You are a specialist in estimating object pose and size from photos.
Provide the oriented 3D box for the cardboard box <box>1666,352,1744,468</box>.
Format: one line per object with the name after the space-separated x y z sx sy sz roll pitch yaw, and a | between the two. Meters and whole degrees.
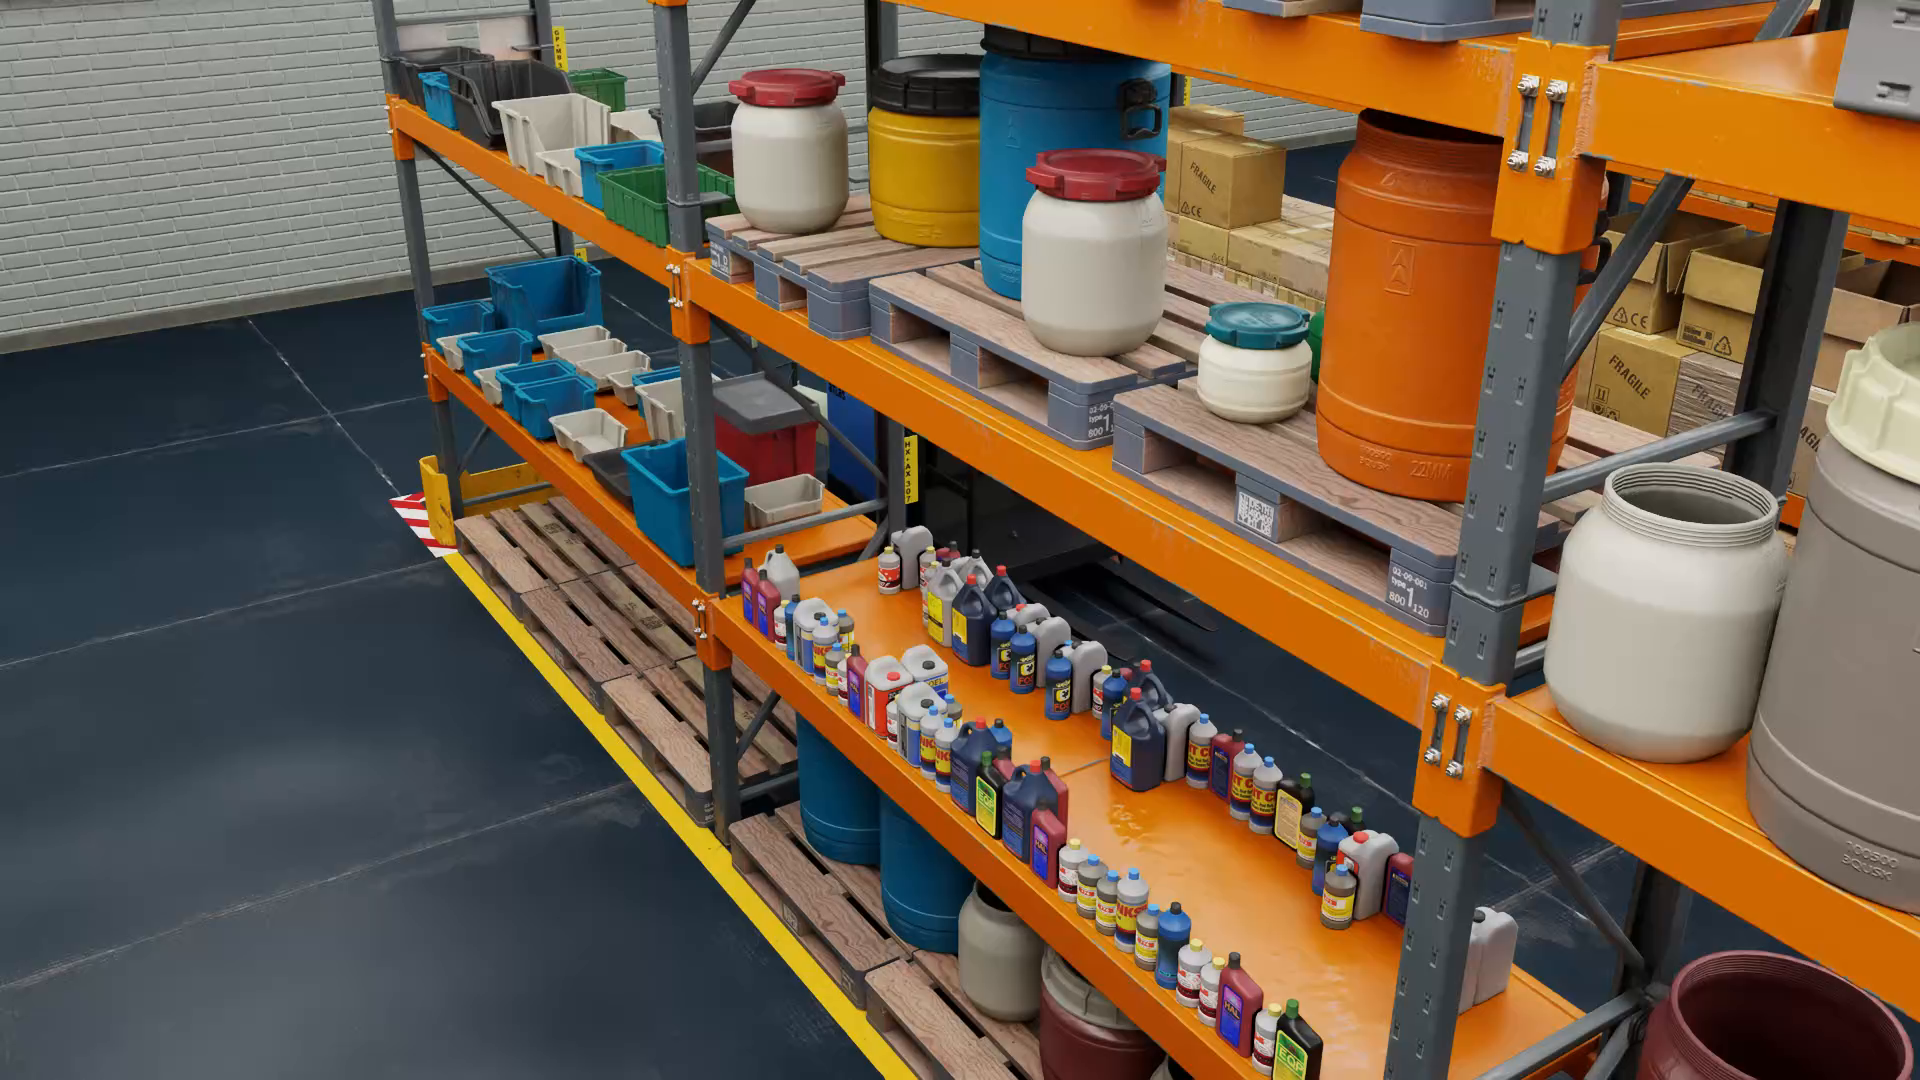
4.041 -0.682 8.564 0.500 0.500 0.500 -16 30 -31 | cardboard box

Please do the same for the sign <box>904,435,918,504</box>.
-0.237 -0.317 7.583 0.100 0.325 0.005 -16 29 -30 | sign

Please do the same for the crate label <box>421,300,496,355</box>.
-3.023 -1.281 10.076 0.416 0.233 0.303 -16 29 -30 | crate label

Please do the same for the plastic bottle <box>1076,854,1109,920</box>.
0.414 1.074 5.194 0.097 0.201 0.097 0 25 0 | plastic bottle

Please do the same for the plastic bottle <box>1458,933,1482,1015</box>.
1.392 1.228 4.780 0.152 0.276 0.135 -16 29 -30 | plastic bottle

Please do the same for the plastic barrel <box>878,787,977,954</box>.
-0.029 1.147 6.773 0.600 0.901 0.708 -16 29 -30 | plastic barrel

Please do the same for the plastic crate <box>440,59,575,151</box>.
-2.278 -2.213 8.483 0.504 0.338 0.767 -16 29 -30 | plastic crate

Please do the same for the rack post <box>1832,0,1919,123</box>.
2.522 -0.690 1.437 1.013 1.000 3.121 -16 29 -30 | rack post

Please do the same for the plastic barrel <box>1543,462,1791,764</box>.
1.398 0.142 3.291 0.421 0.512 0.421 0 25 0 | plastic barrel

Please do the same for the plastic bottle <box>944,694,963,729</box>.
-0.039 0.658 6.074 0.097 0.201 0.097 0 25 0 | plastic bottle

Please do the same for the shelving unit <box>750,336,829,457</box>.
-1.004 -1.081 11.283 0.755 1.500 0.431 21 32 37 | shelving unit

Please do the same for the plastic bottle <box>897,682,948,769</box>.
-0.133 0.660 5.983 0.152 0.276 0.135 -16 29 -30 | plastic bottle

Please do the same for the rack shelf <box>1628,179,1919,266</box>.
6.570 -2.728 13.858 1.077 0.370 4.000 -16 29 -30 | rack shelf

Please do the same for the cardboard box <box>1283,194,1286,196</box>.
2.031 -2.423 12.196 0.500 0.250 0.500 -16 30 -30 | cardboard box

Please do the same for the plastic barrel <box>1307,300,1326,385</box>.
1.099 -0.542 4.561 0.294 0.245 0.294 0 25 0 | plastic barrel

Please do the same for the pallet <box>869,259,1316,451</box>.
0.433 -0.673 5.369 1.003 0.211 1.213 -16 29 -30 | pallet

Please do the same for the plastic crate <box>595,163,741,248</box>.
-1.183 -1.406 6.949 0.450 0.188 0.662 -16 29 -30 | plastic crate

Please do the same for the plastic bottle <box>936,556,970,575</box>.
-0.013 0.188 6.983 0.152 0.276 0.135 -16 29 -30 | plastic bottle

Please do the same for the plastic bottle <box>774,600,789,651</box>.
-0.705 0.341 6.747 0.097 0.201 0.097 0 25 0 | plastic bottle

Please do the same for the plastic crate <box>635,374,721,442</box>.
-1.378 -0.627 8.633 0.437 0.282 0.530 -16 29 -30 | plastic crate

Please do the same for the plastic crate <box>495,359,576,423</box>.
-2.304 -0.810 9.079 0.416 0.233 0.300 -16 29 -30 | plastic crate

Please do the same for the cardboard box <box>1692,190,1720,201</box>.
6.275 -2.917 13.710 0.380 0.149 0.250 -14 29 -28 | cardboard box

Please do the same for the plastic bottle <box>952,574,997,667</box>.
0.057 0.310 6.637 0.144 0.351 0.185 -16 29 -30 | plastic bottle

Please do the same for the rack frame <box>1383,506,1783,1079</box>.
1.485 1.367 4.342 1.000 3.000 0.127 -16 29 -30 | rack frame

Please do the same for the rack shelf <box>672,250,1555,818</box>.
0.393 -0.380 5.370 1.077 0.370 4.000 -16 29 -30 | rack shelf

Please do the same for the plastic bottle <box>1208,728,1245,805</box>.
0.927 0.765 5.752 0.061 0.283 0.133 -16 29 -30 | plastic bottle

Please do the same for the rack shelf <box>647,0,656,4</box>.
-1.790 -2.986 7.846 1.077 0.370 4.000 -16 29 -30 | rack shelf

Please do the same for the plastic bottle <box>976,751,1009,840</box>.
0.109 0.851 5.569 0.061 0.283 0.133 -16 29 -30 | plastic bottle

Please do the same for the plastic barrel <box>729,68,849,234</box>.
-0.621 -1.425 6.091 0.433 0.535 0.433 0 25 0 | plastic barrel

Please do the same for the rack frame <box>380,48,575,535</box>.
-2.882 -1.495 10.403 1.000 3.000 0.127 -16 29 -30 | rack frame

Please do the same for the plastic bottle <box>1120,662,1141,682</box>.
0.627 0.568 6.169 0.061 0.283 0.133 -16 29 -30 | plastic bottle

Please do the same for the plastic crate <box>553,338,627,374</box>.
-2.139 -1.046 9.691 0.396 0.136 0.243 -16 29 -30 | plastic crate

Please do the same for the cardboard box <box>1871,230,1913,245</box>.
7.078 -2.339 12.485 0.380 0.149 0.250 -16 30 -31 | cardboard box

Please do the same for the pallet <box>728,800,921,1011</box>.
-0.312 1.483 7.362 1.003 0.211 1.213 -16 29 -30 | pallet

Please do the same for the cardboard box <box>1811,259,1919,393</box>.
4.524 -1.024 8.113 0.797 0.503 0.637 -14 29 -28 | cardboard box

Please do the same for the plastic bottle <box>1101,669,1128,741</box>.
0.570 0.599 6.119 0.097 0.271 0.097 0 25 0 | plastic bottle

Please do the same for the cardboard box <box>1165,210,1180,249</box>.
1.593 -2.297 11.929 0.500 0.250 0.500 -16 30 -30 | cardboard box

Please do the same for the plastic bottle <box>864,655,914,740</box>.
-0.260 0.577 6.158 0.152 0.276 0.135 -16 29 -30 | plastic bottle

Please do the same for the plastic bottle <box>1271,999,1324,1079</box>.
0.907 1.374 4.462 0.061 0.283 0.133 -16 29 -30 | plastic bottle

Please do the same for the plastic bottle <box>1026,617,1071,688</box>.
0.336 0.417 6.499 0.152 0.276 0.135 -16 29 -30 | plastic bottle

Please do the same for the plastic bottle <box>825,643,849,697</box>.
-0.472 0.494 6.423 0.097 0.201 0.097 0 25 0 | plastic bottle

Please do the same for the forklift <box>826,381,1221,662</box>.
0.341 -1.099 9.646 1.130 2.935 3.031 -15 29 -29 | forklift

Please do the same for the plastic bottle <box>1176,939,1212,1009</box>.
0.680 1.248 4.825 0.097 0.201 0.097 0 25 0 | plastic bottle

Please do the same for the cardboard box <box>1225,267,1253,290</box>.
2.026 -1.782 11.305 0.380 0.149 0.250 -16 30 -31 | cardboard box

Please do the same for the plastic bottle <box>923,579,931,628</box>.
-0.108 0.258 6.923 0.097 0.201 0.097 0 25 0 | plastic bottle

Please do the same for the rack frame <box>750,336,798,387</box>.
-1.279 -1.184 11.502 0.023 1.500 0.400 21 32 37 | rack frame

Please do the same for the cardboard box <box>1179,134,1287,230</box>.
1.864 -2.458 11.391 0.500 0.500 0.500 -16 30 -31 | cardboard box

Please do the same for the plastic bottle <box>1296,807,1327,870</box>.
1.154 0.965 5.424 0.097 0.201 0.097 0 25 0 | plastic bottle

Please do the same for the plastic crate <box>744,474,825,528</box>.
-0.833 -0.172 7.839 0.396 0.136 0.243 -16 29 -30 | plastic crate
